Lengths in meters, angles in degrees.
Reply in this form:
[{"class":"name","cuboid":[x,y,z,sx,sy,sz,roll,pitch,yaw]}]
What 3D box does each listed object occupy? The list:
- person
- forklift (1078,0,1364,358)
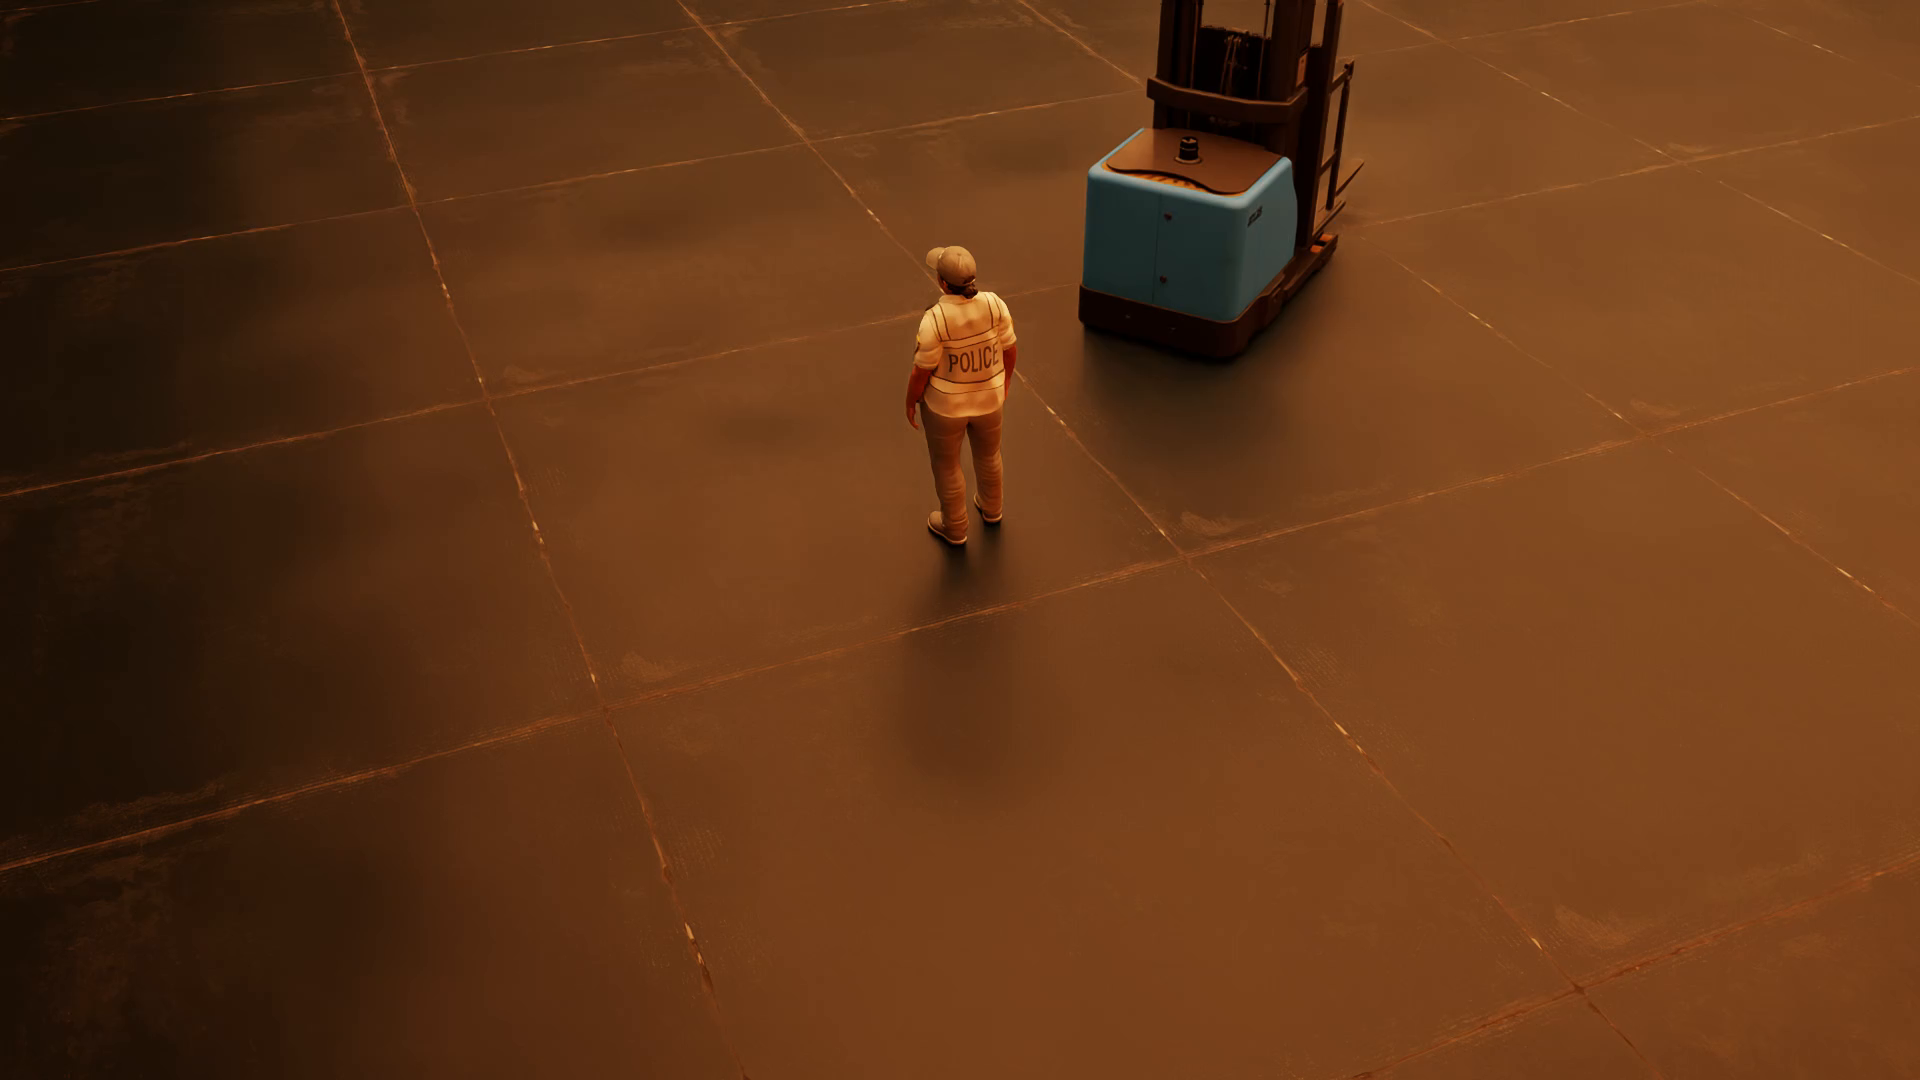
[{"class":"person","cuboid":[-0.009,-0.731,8.206,0.598,1.670,0.529,-14,38,-19]},{"class":"forklift","cuboid":[1.912,-3.126,10.495,1.130,2.935,3.031,18,39,24]}]
